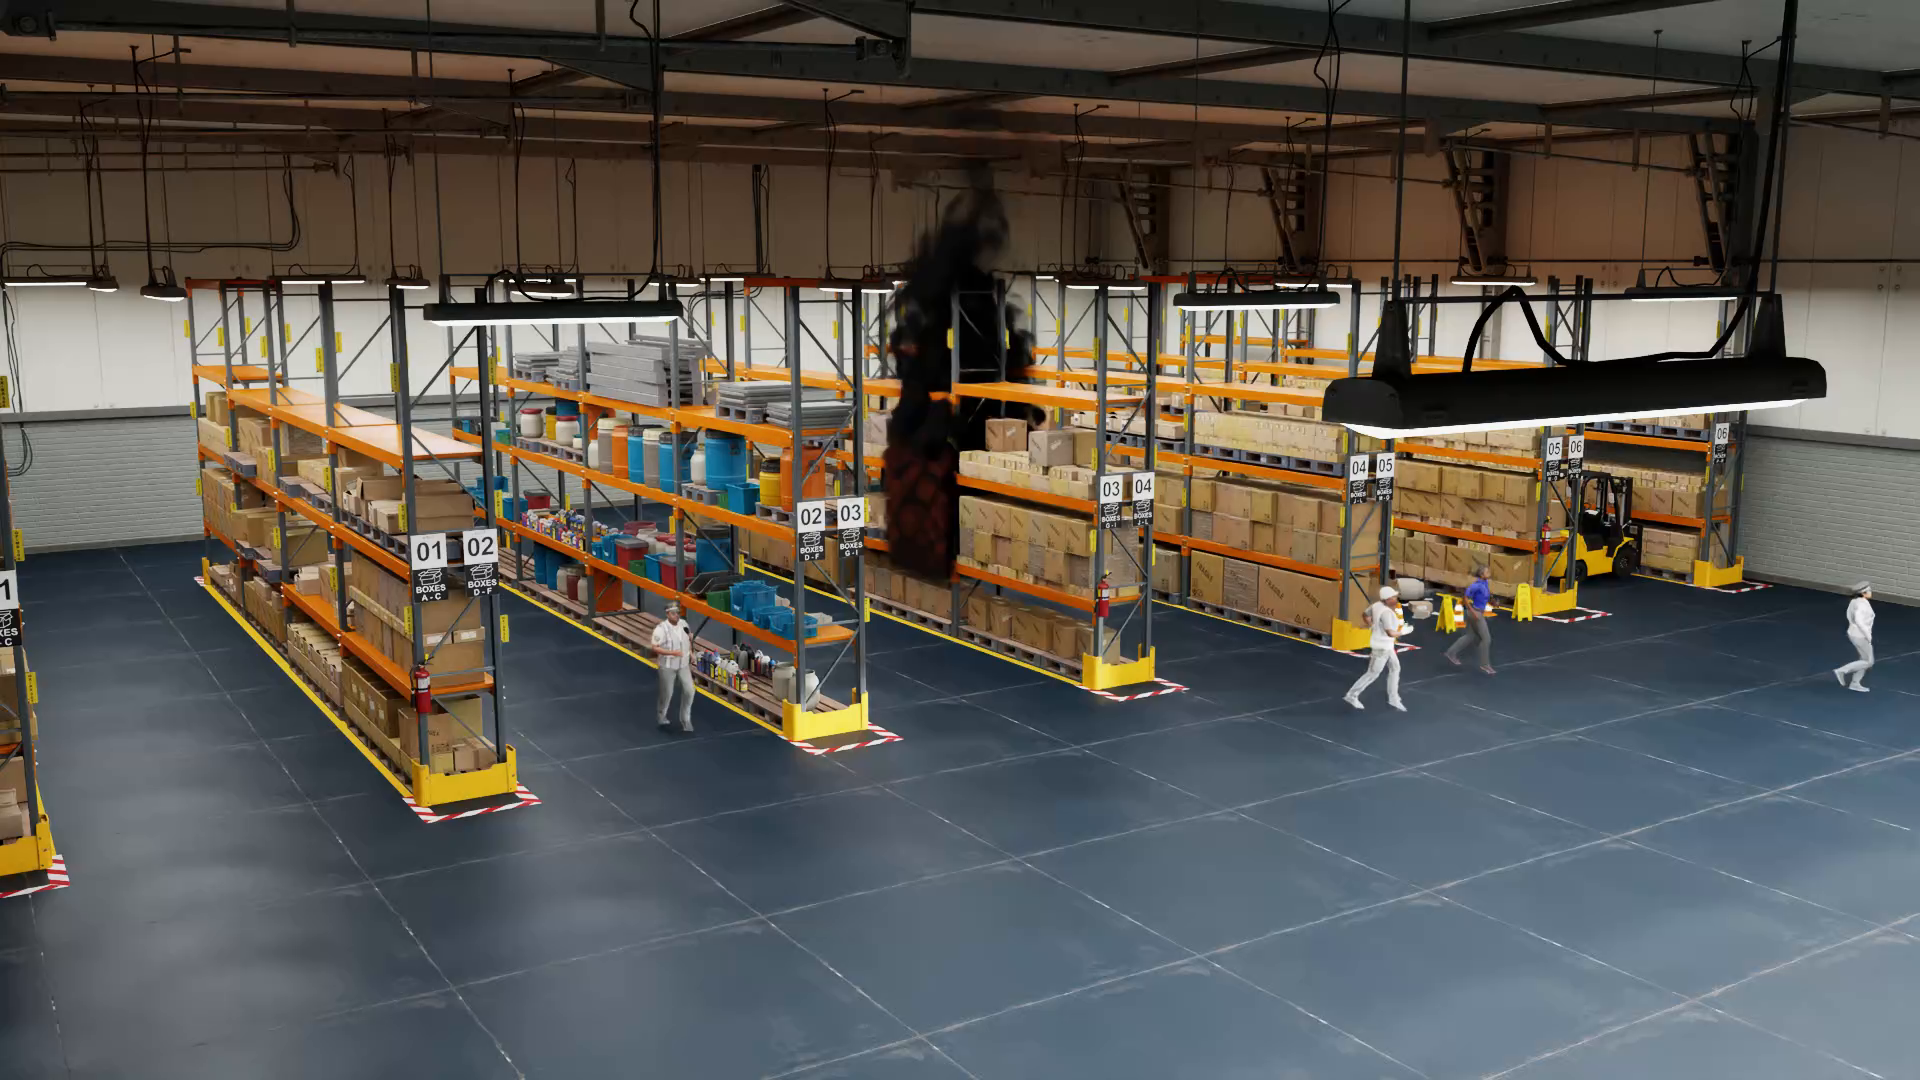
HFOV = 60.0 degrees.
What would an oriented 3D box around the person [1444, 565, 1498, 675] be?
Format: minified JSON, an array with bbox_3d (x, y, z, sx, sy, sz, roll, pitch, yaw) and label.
[{"bbox_3d":[7.965,1.212,25.830,0.815,1.693,0.576,4,10,22],"label":"person"}]

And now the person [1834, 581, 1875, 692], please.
[{"bbox_3d":[13.247,1.425,24.604,0.519,1.659,0.610,2,10,14],"label":"person"}]

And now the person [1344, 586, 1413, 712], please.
[{"bbox_3d":[5.897,1.547,23.465,0.928,1.832,0.695,1,10,6],"label":"person"}]

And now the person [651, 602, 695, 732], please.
[{"bbox_3d":[-3.858,1.736,22.524,0.685,1.867,0.765,-7,12,-37],"label":"person"}]

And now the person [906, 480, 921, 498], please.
[{"bbox_3d":[-0.990,-0.524,36.349,0.541,1.568,0.604,-6,11,-33],"label":"person"}]
